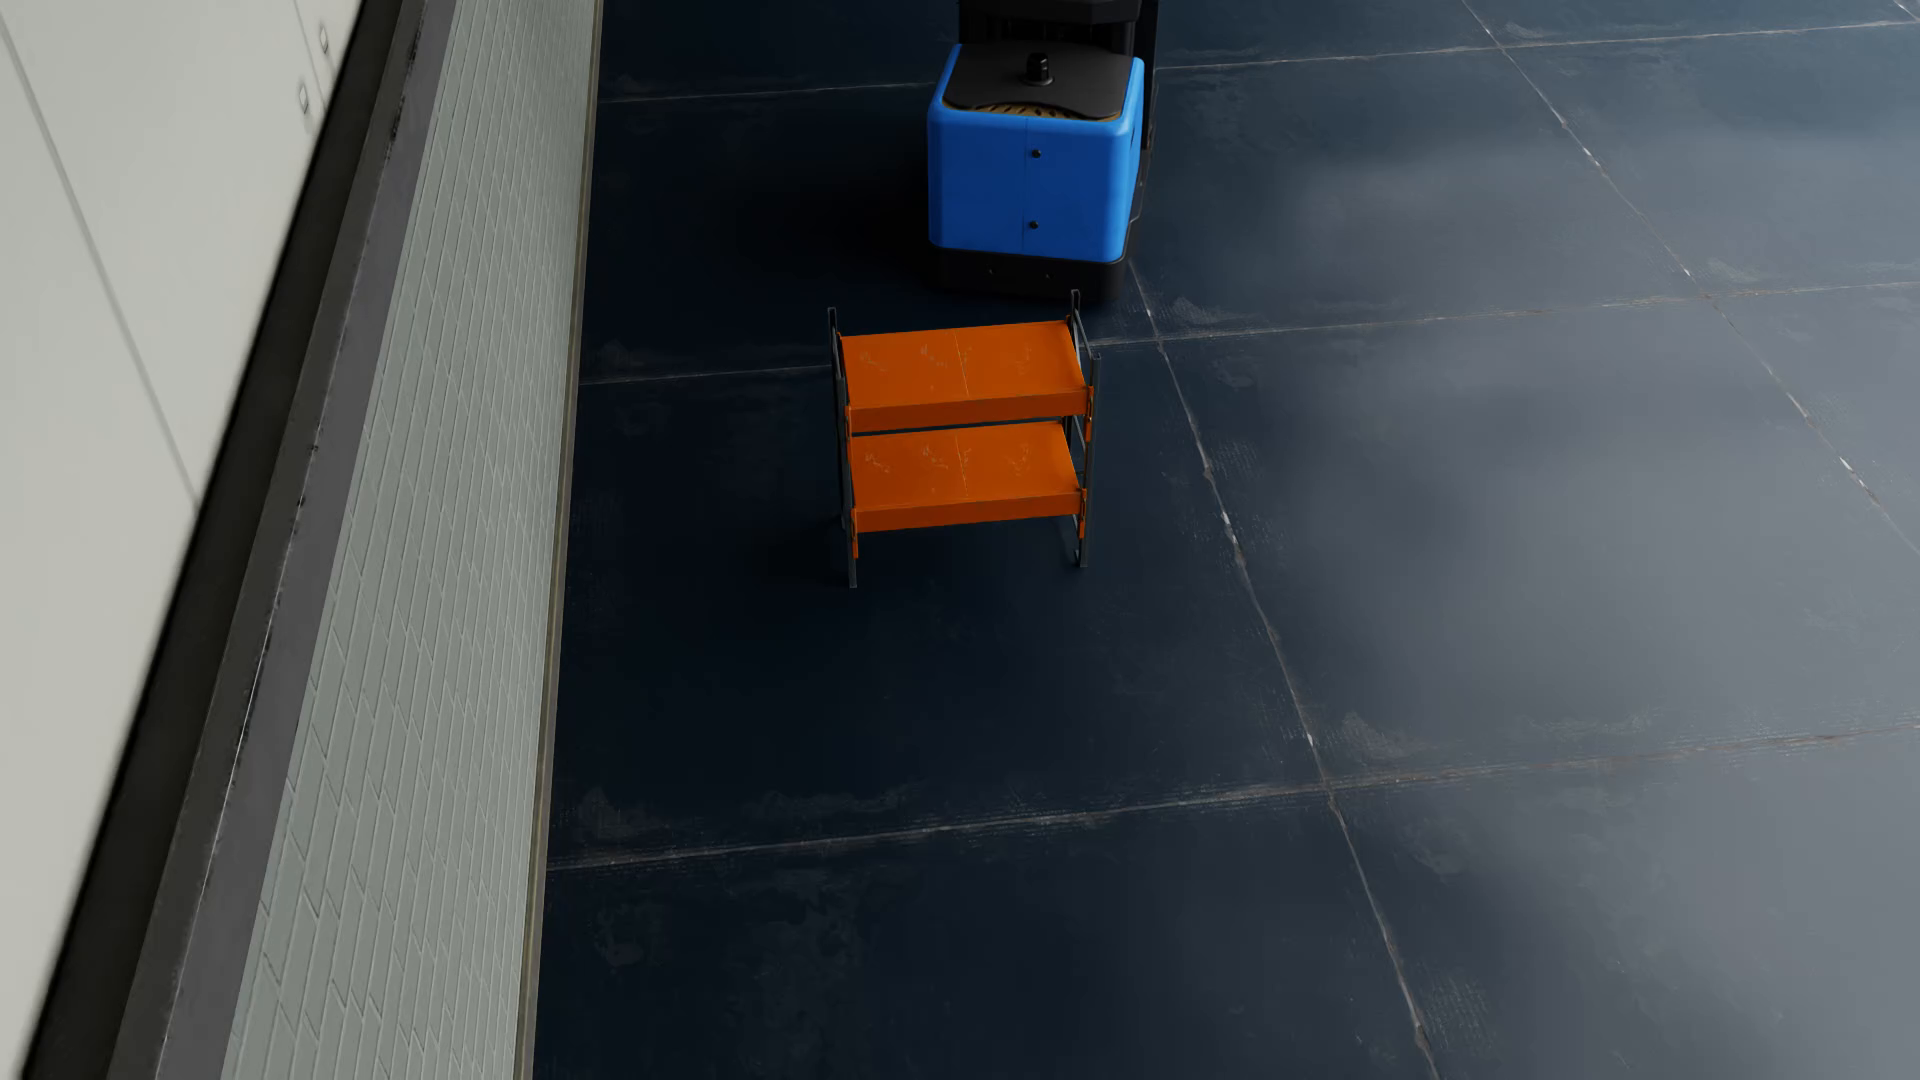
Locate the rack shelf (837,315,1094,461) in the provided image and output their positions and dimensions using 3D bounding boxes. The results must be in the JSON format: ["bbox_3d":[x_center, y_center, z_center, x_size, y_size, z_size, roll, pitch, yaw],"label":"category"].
[{"bbox_3d":[0.007,-0.636,6.893,1.000,0.278,0.538,-5,42,-6],"label":"rack shelf"}]

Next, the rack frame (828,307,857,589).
[{"bbox_3d":[-0.497,-0.374,7.040,0.032,1.125,0.500,-5,42,-6],"label":"rack frame"}]

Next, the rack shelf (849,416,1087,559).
[{"bbox_3d":[0.007,-0.237,7.253,1.000,0.278,0.538,-5,42,-6],"label":"rack shelf"}]

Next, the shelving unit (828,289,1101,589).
[{"bbox_3d":[0.007,-0.418,7.089,1.048,1.125,0.538,-5,42,-6],"label":"shelving unit"}]

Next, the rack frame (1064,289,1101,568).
[{"bbox_3d":[0.511,-0.462,7.138,0.032,1.125,0.500,-5,42,-6],"label":"rack frame"}]

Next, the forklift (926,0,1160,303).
[{"bbox_3d":[0.579,-3.330,8.969,1.130,2.935,3.031,7,42,7],"label":"forklift"}]
